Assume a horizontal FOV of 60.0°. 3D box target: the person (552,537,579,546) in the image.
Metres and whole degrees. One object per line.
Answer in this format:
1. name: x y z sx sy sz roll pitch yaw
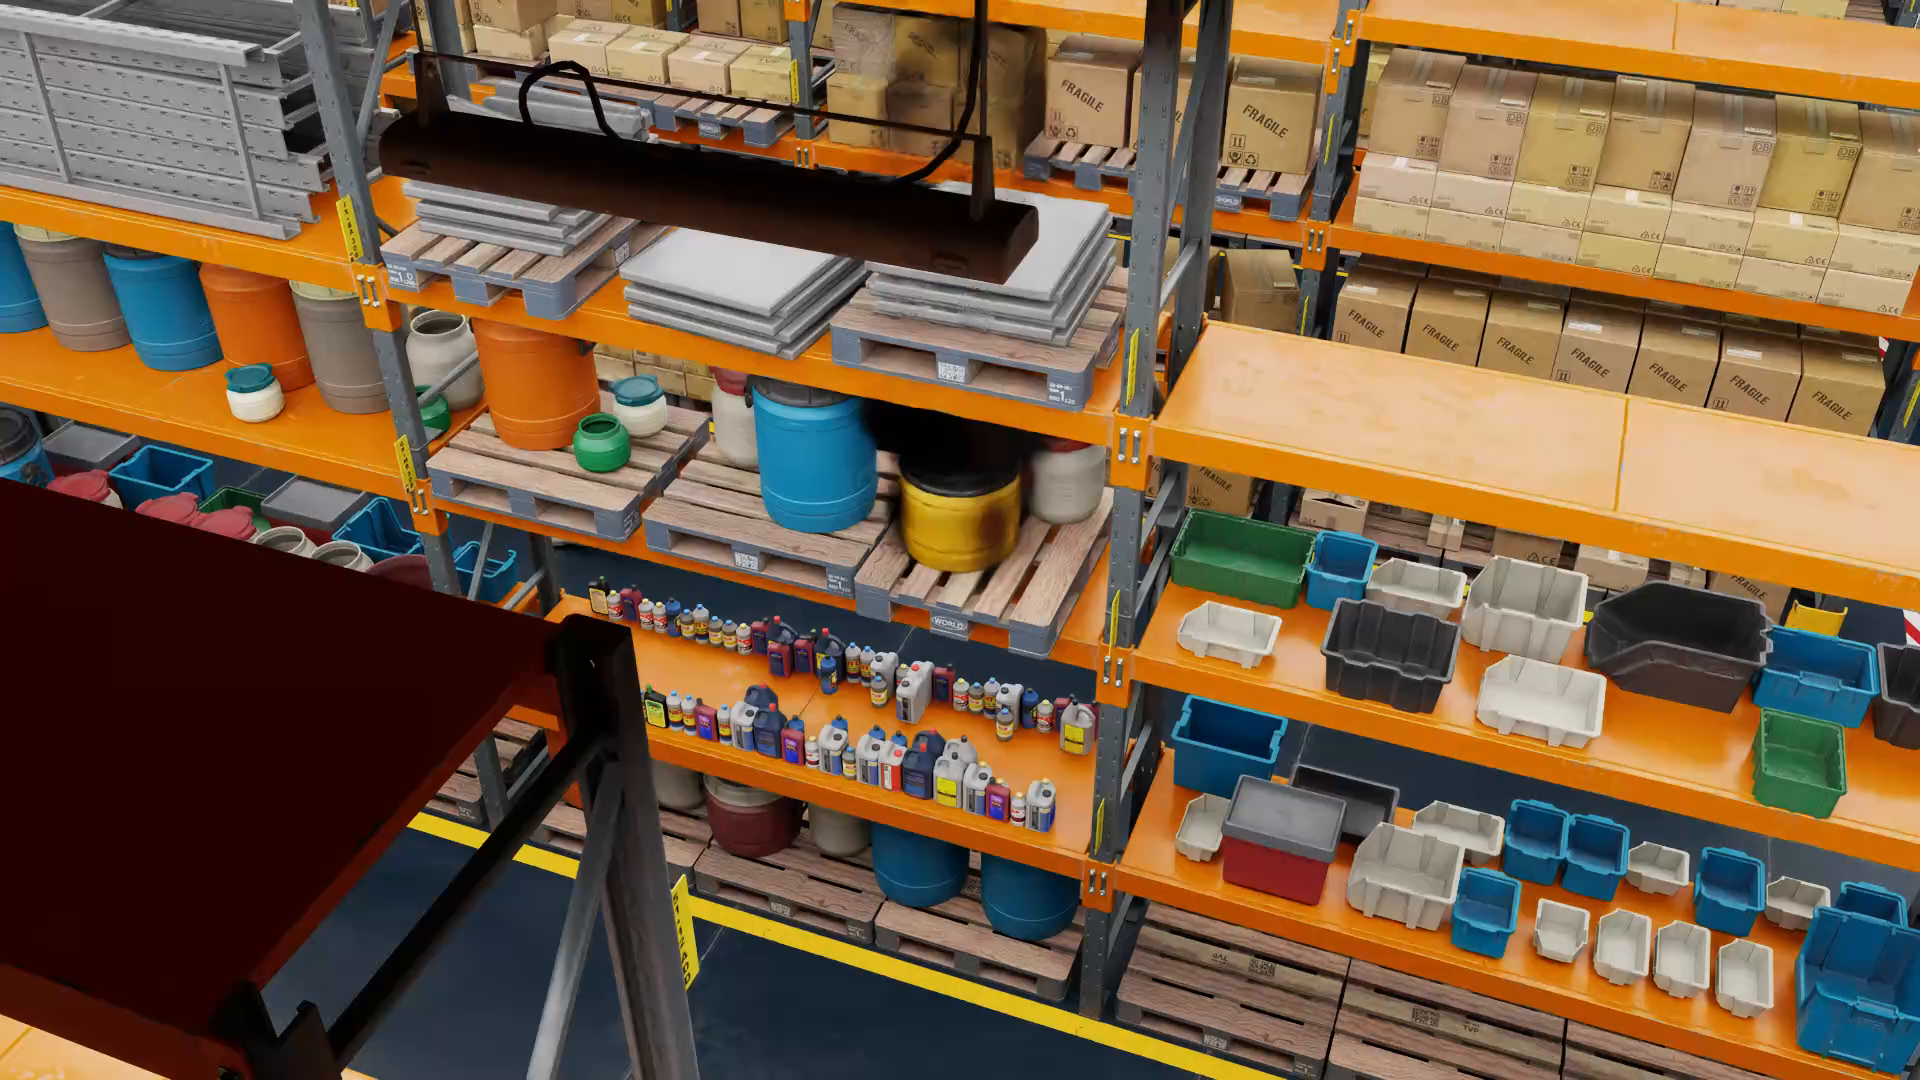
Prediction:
1. person: -3.322 -0.710 12.860 0.636 1.739 0.670 1 36 1
